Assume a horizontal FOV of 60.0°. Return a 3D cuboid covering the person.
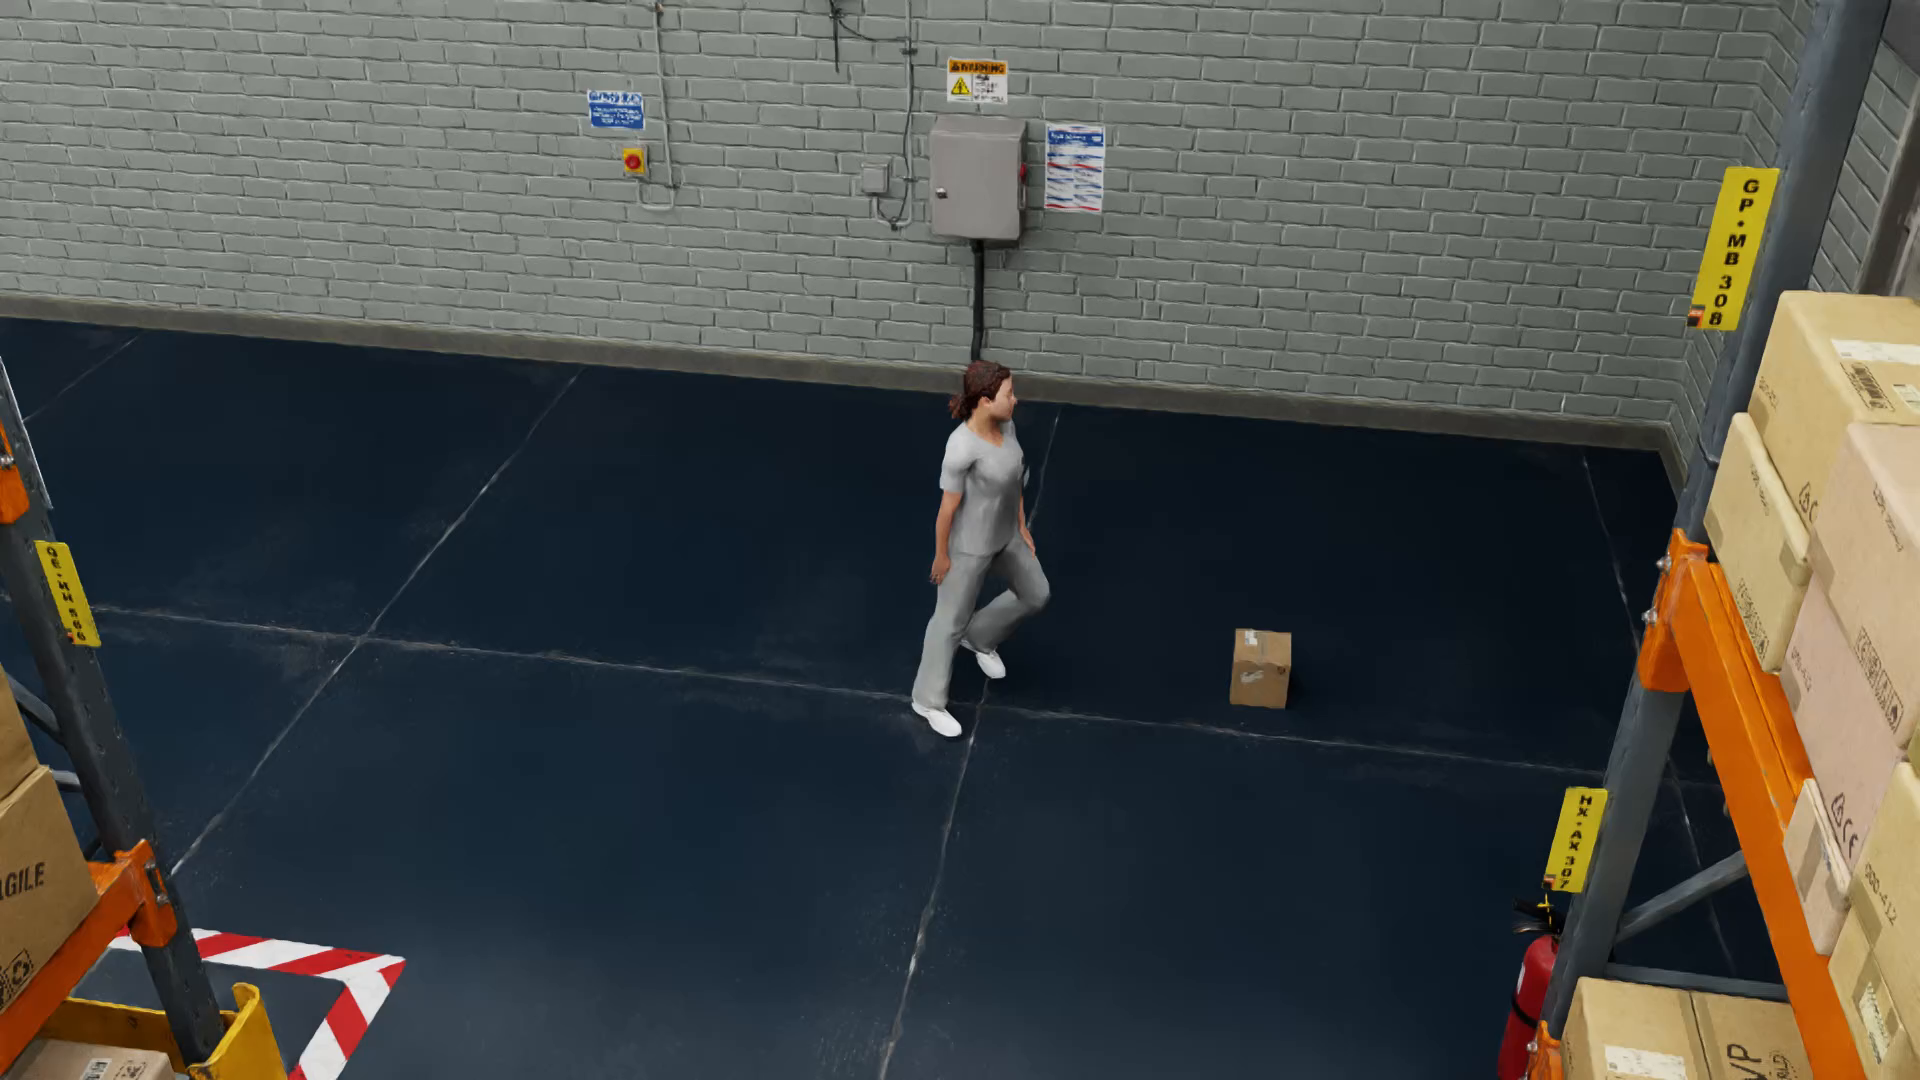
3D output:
[{"bbox_3d":[0.071,0.036,7.079,0.459,1.649,0.581,20,38,28],"label":"person"}]
